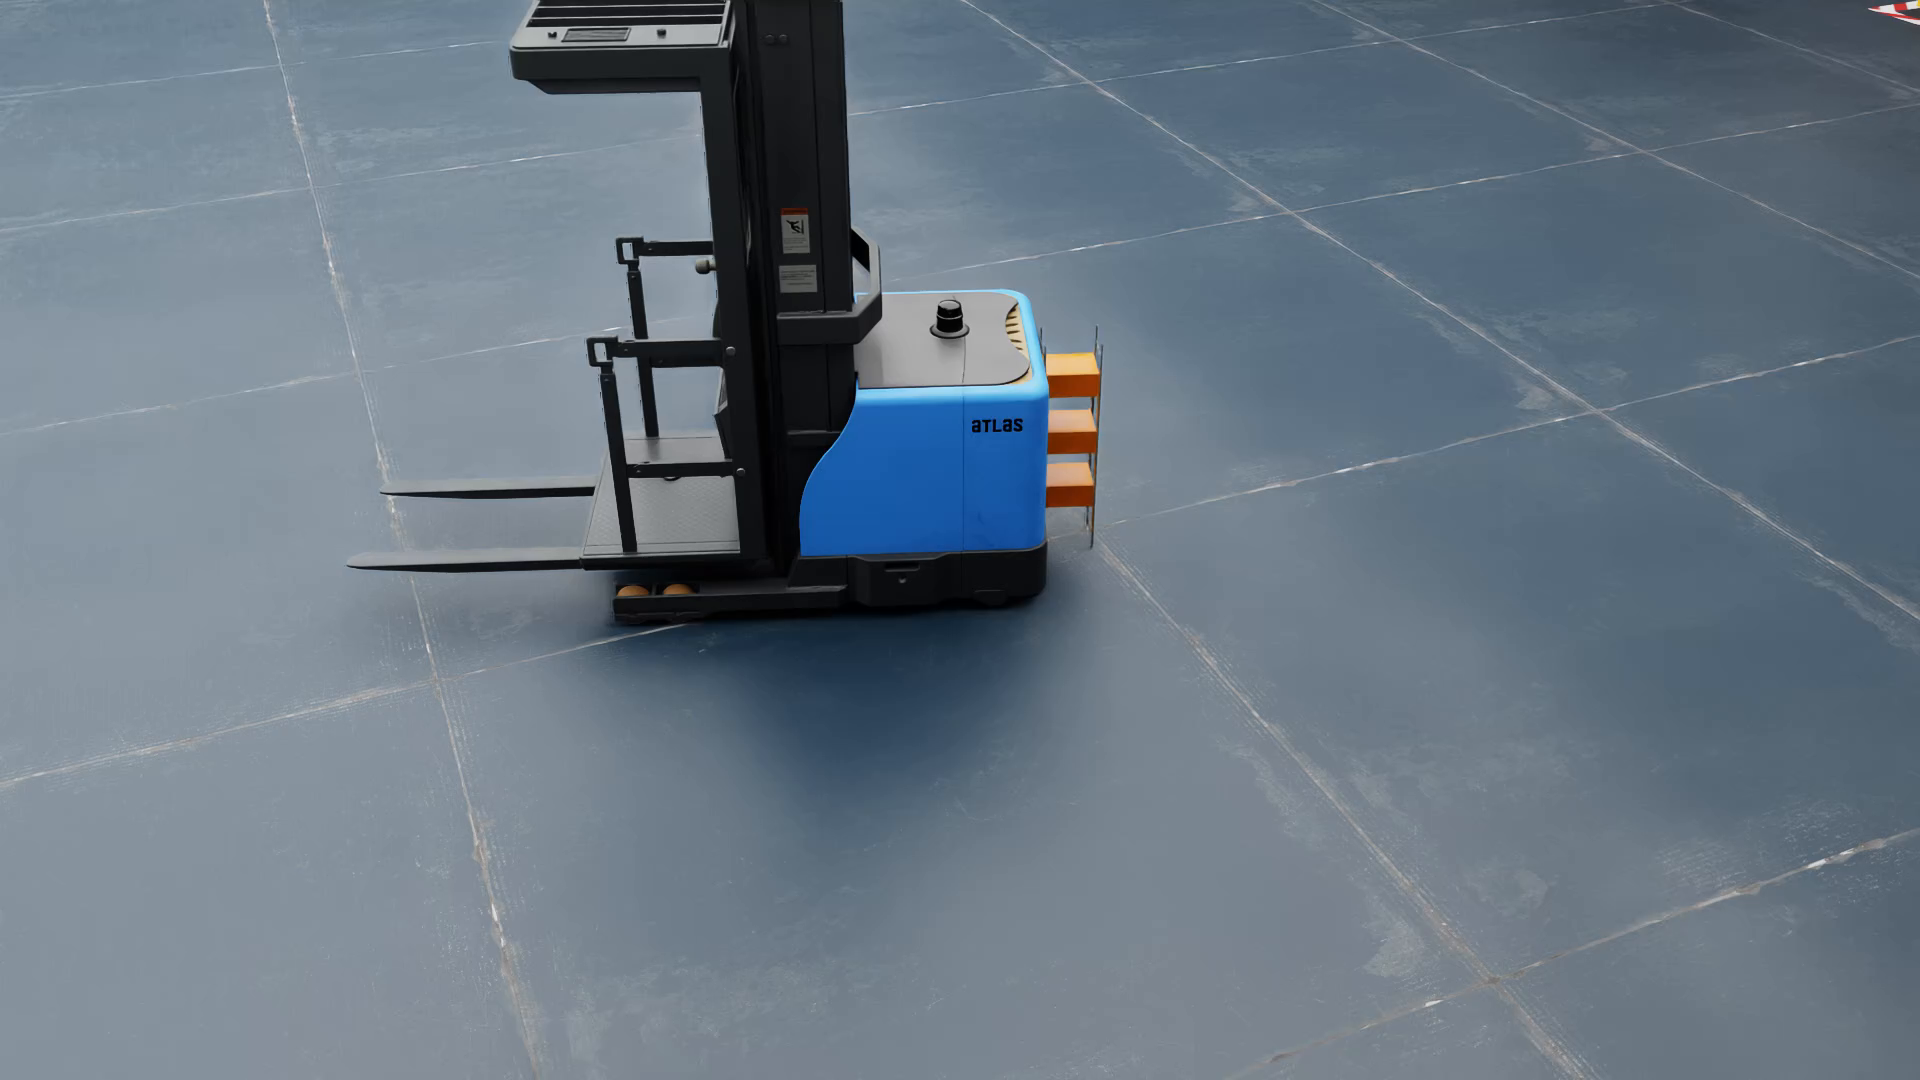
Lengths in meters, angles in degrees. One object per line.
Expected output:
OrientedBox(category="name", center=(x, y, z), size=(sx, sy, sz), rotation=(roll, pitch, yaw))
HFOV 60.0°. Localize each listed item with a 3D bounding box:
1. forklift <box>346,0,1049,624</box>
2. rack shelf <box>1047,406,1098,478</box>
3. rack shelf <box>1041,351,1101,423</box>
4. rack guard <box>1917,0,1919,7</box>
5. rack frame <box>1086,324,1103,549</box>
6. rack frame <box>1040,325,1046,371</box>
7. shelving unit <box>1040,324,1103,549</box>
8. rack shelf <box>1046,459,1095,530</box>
OrientedBox(category="forklift", center=(-1.158, -1.162, 6.849), size=(3.031, 2.935, 1.130), rotation=(-2, 33, -3))
OrientedBox(category="rack shelf", center=(0.481, -0.438, 7.480), size=(0.240, 0.259, 0.215), rotation=(-2, 33, -3))
OrientedBox(category="rack shelf", center=(0.481, -0.676, 7.325), size=(0.240, 0.259, 0.215), rotation=(-2, 33, -3))
OrientedBox(category="rack guard", center=(9.172, -4.882, 14.795), size=(0.348, 0.500, 1.175), rotation=(-13, 35, -19))
OrientedBox(category="rack frame", center=(0.603, -0.451, 7.480), size=(0.008, 1.050, 0.200), rotation=(-2, 33, -3))
OrientedBox(category="rack frame", center=(0.360, -0.443, 7.468), size=(0.008, 1.050, 0.200), rotation=(-2, 33, -3))
OrientedBox(category="shelving unit", center=(0.481, -0.447, 7.474), size=(0.252, 1.050, 0.215), rotation=(-2, 33, -3))
OrientedBox(category="rack shelf", center=(0.481, -0.205, 7.631), size=(0.240, 0.259, 0.215), rotation=(-2, 33, -3))
